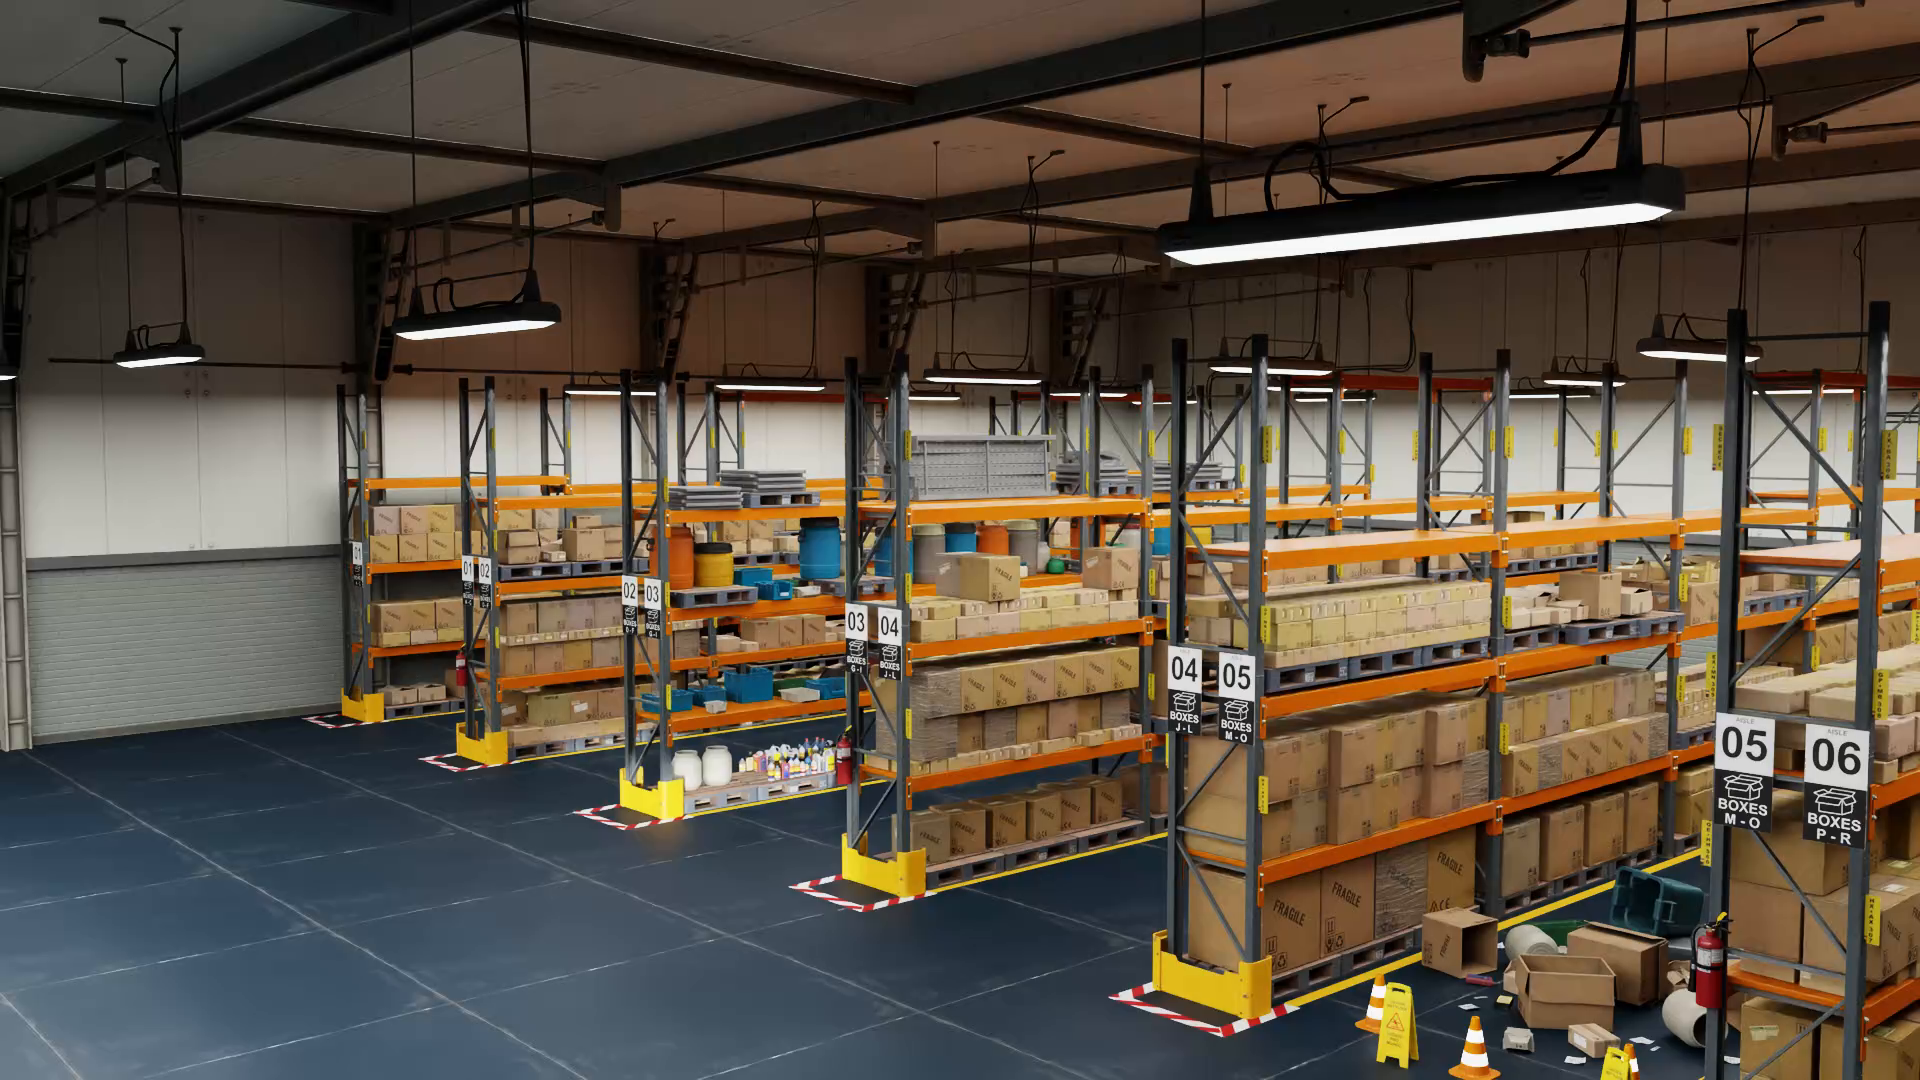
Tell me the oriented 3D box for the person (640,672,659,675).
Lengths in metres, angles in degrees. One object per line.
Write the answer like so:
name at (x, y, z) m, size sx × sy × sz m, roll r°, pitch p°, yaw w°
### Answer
person at (-5.556, 2.352, 30.060) m, size 0.504 × 1.686 × 0.372 m, roll -3°, pitch 5°, yaw -39°
